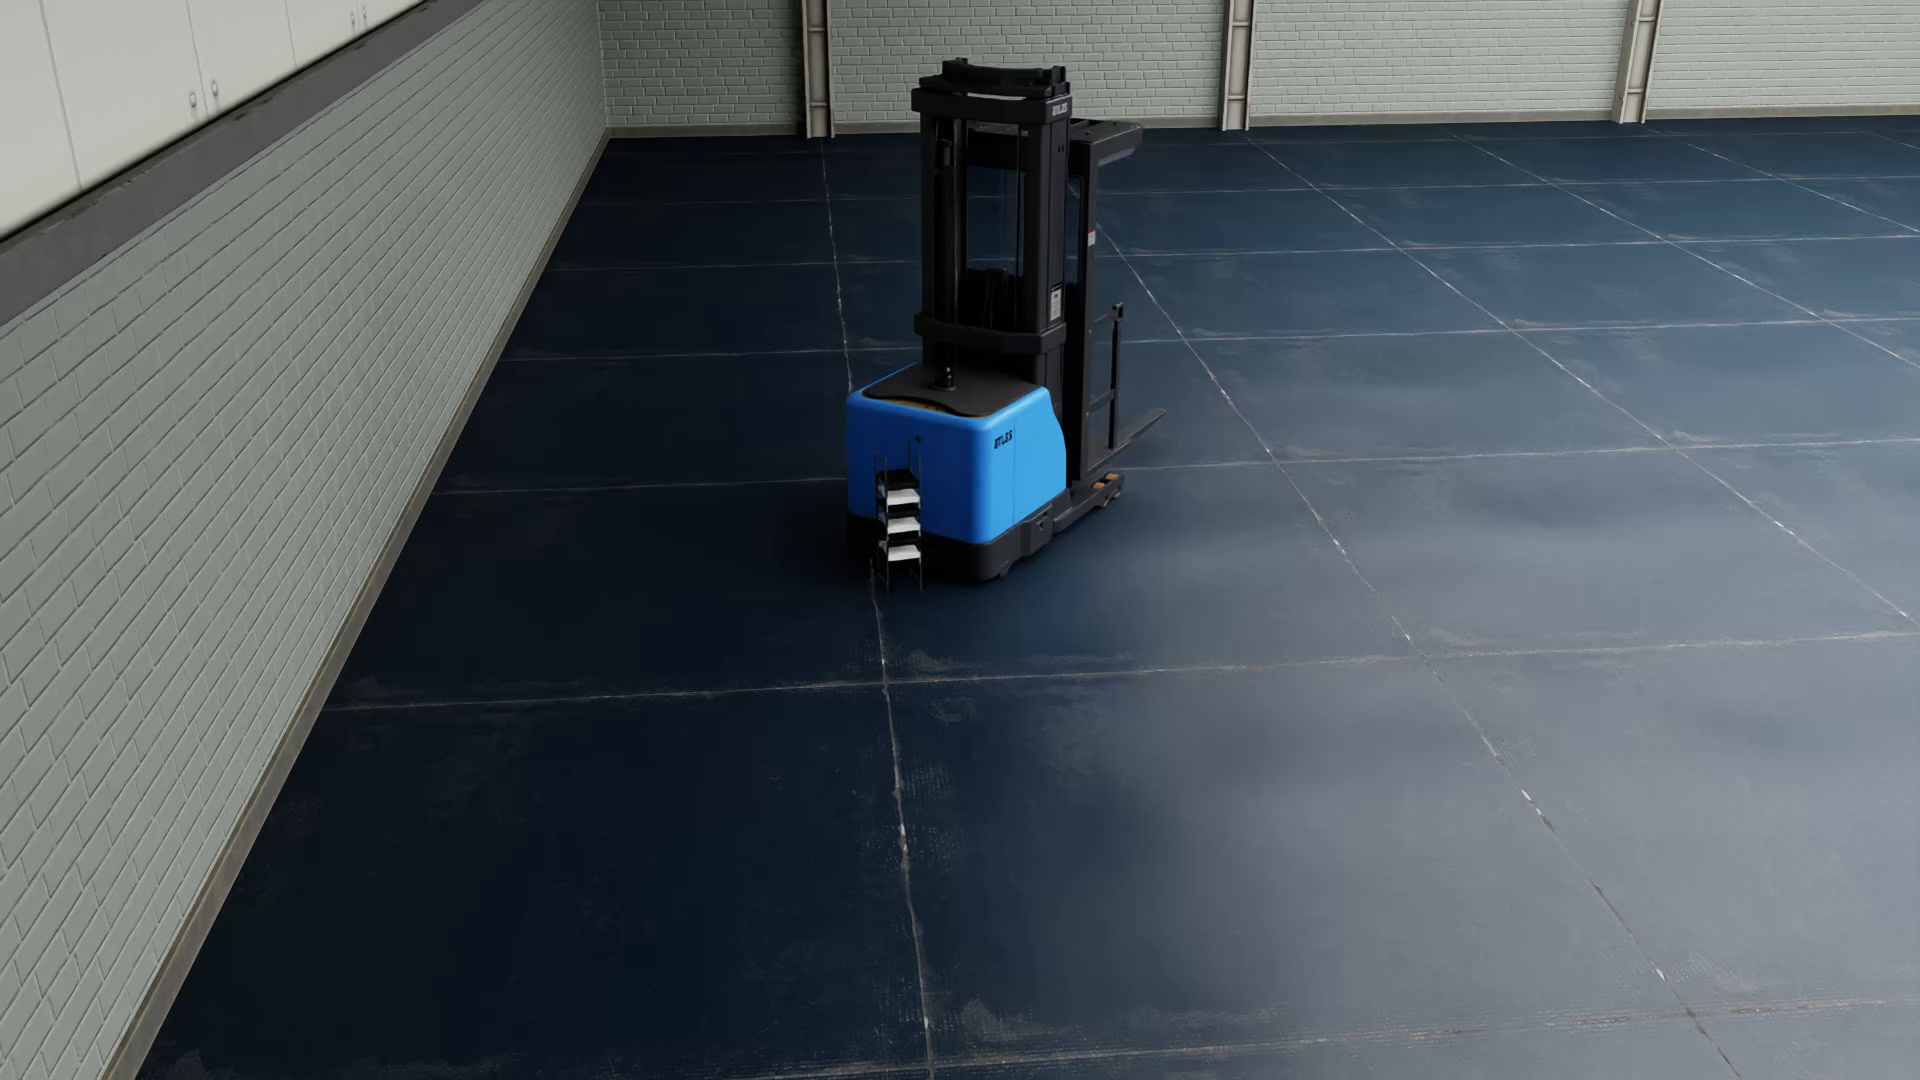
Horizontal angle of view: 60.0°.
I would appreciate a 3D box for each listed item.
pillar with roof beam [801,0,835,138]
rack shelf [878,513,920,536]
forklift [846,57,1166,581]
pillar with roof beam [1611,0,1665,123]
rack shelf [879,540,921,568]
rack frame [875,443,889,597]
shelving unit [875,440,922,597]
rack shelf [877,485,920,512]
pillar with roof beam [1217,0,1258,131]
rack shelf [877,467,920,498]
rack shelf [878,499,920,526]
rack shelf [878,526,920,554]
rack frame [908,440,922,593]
[{"bbox_3d":[-1.568,-8.138,17.979,0.400,9.000,9.100,-2,24,-5],"label":"pillar with roof beam"},{"bbox_3d":[-0.369,-0.095,9.938,0.200,0.077,0.258,-7,25,-16],"label":"rack shelf"},{"bbox_3d":[0.476,-1.648,10.850,1.130,2.935,3.031,14,27,28],"label":"forklift"},{"bbox_3d":[10.374,-8.617,19.057,0.400,9.000,9.100,-2,24,-5],"label":"pillar with roof beam"},{"bbox_3d":[-0.369,0.069,10.011,0.200,0.077,0.258,-7,25,-16],"label":"rack shelf"},{"bbox_3d":[-0.465,-0.113,9.896,0.006,0.900,0.240,-7,25,-16],"label":"rack frame"},{"bbox_3d":[-0.369,-0.125,9.924,0.210,0.900,0.258,-7,25,-16],"label":"shelving unit"},{"bbox_3d":[-0.369,-0.260,9.865,0.200,0.077,0.258,-7,25,-16],"label":"rack shelf"},{"bbox_3d":[4.403,-8.377,18.518,0.400,9.000,9.100,-2,24,-5],"label":"pillar with roof beam"},{"bbox_3d":[-0.369,-0.342,9.828,0.200,0.077,0.258,-7,25,-16],"label":"rack shelf"},{"bbox_3d":[-0.369,-0.177,9.901,0.200,0.077,0.258,-7,25,-16],"label":"rack shelf"},{"bbox_3d":[-0.369,-0.013,9.974,0.200,0.077,0.258,-7,25,-16],"label":"rack shelf"},{"bbox_3d":[-0.272,-0.138,9.953,0.006,0.900,0.240,-7,25,-16],"label":"rack frame"}]
